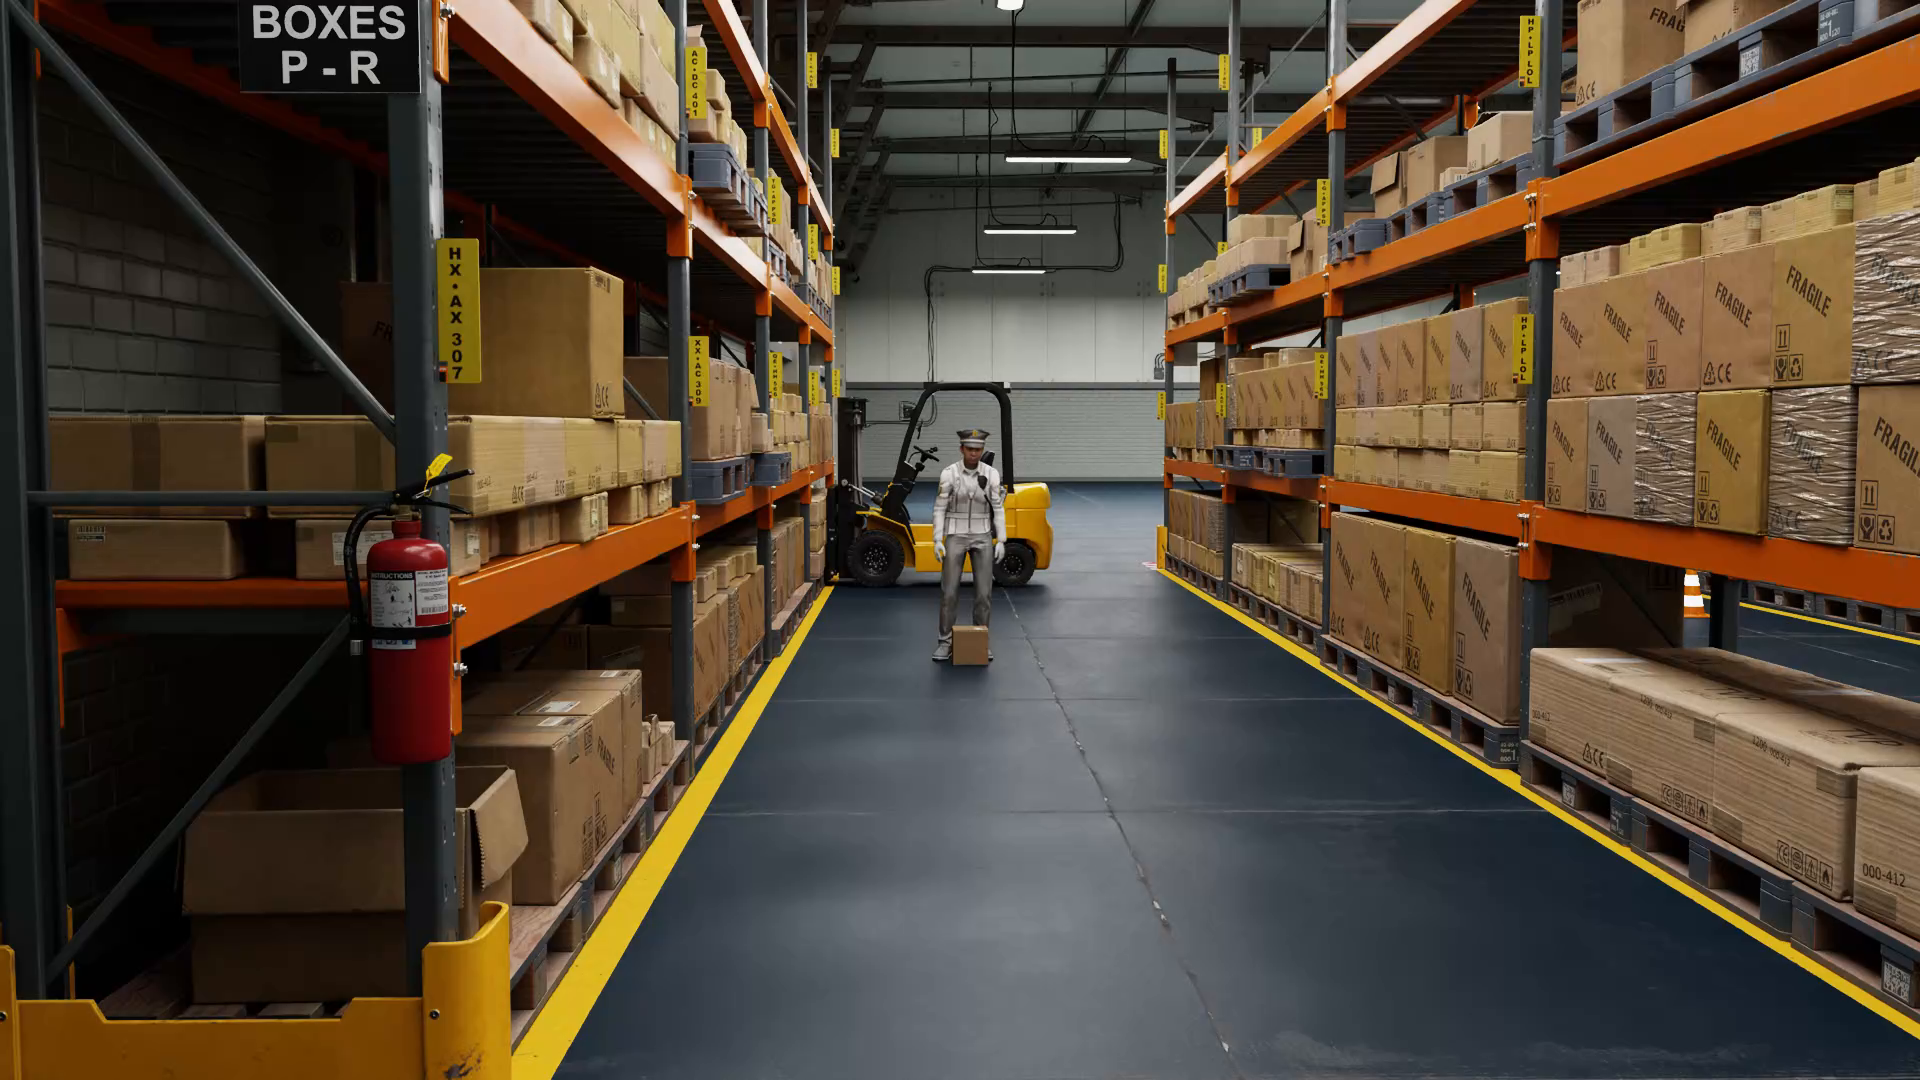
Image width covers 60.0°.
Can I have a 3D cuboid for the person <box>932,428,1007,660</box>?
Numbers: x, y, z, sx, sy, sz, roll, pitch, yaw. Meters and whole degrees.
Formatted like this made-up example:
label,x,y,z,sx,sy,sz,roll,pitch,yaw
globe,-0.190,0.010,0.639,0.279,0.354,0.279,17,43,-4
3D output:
label,x,y,z,sx,sy,sz,roll,pitch,yaw
person,0.066,0.028,12.028,0.547,1.667,0.369,0,4,-4
